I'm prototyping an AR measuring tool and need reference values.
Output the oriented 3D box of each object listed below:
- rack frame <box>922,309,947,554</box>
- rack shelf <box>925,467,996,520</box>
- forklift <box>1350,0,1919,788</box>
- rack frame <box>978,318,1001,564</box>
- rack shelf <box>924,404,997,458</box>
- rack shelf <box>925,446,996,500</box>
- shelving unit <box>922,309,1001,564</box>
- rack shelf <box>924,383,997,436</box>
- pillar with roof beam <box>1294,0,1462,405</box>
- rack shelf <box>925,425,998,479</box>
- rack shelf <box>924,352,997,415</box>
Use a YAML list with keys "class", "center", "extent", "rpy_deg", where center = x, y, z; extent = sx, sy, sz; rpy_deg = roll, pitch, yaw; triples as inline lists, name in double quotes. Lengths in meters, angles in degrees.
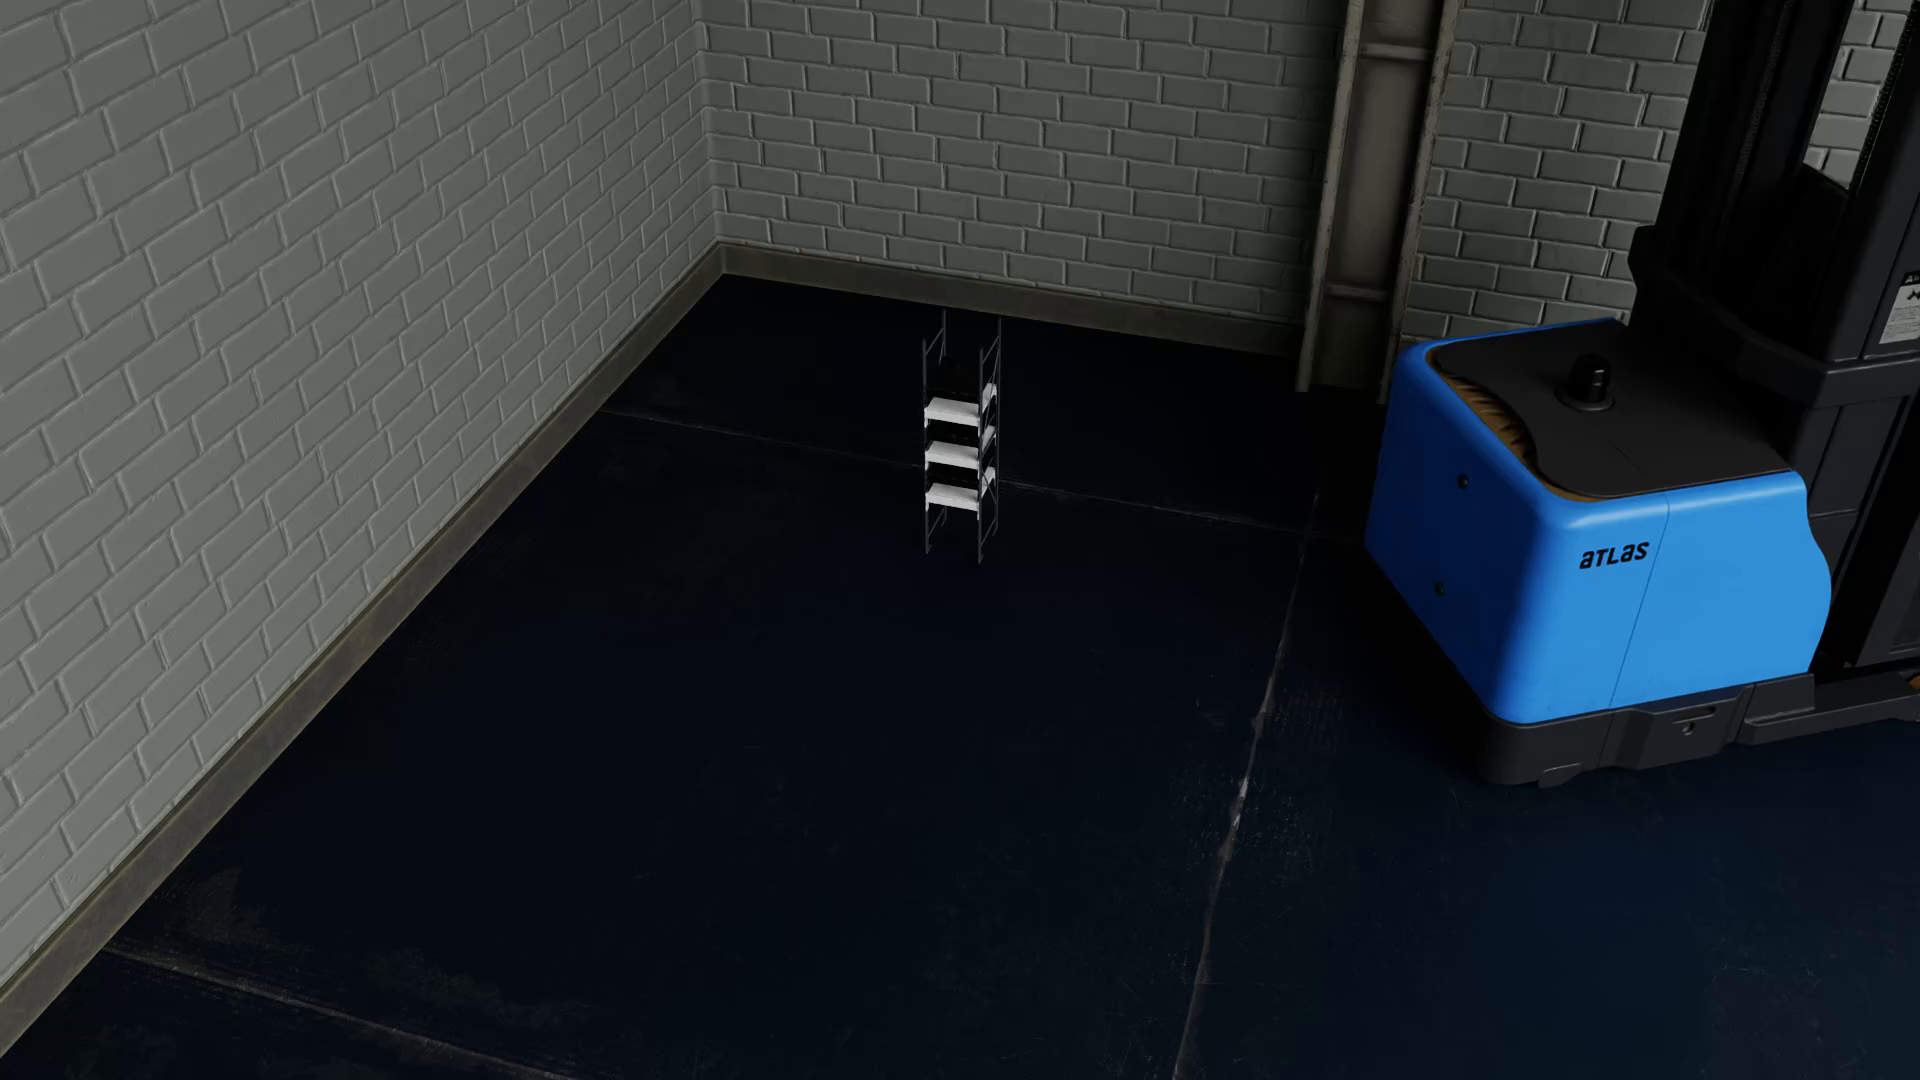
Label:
- class: "rack frame"
  center: [-0.089, -0.379, 6.006]
  extent: [0.006, 0.900, 0.240]
  rpy_deg: [10, 38, 14]
- class: "rack shelf"
  center: [0.008, -0.189, 6.108]
  extent: [0.200, 0.077, 0.258]
  rpy_deg: [10, 38, 14]
- class: "forklift"
  center: [2.945, -0.879, 4.972]
  extent: [3.031, 2.935, 1.130]
  rpy_deg: [-9, 37, -12]
- class: "rack frame"
  center: [0.105, -0.343, 5.957]
  extent: [0.006, 0.900, 0.240]
  rpy_deg: [10, 38, 14]
- class: "rack shelf"
  center: [0.008, -0.407, 5.948]
  extent: [0.200, 0.077, 0.258]
  rpy_deg: [10, 38, 14]
- class: "rack shelf"
  center: [0.008, -0.262, 6.054]
  extent: [0.200, 0.077, 0.258]
  rpy_deg: [10, 38, 14]
- class: "shelving unit"
  center: [0.008, -0.361, 5.981]
  extent: [0.210, 0.900, 0.258]
  rpy_deg: [10, 38, 14]
- class: "rack shelf"
  center: [0.008, -0.479, 5.894]
  extent: [0.200, 0.077, 0.258]
  rpy_deg: [10, 38, 14]
- class: "pillar with roof beam"
  center: [0.381, -1.881, 1.214]
  extent: [0.400, 9.000, 9.100]
  rpy_deg: [10, 38, 14]
- class: "rack shelf"
  center: [0.008, -0.334, 6.001]
  extent: [0.200, 0.077, 0.258]
  rpy_deg: [10, 38, 14]
- class: "rack shelf"
  center: [0.008, -0.552, 5.841]
  extent: [0.200, 0.077, 0.258]
  rpy_deg: [10, 38, 14]
